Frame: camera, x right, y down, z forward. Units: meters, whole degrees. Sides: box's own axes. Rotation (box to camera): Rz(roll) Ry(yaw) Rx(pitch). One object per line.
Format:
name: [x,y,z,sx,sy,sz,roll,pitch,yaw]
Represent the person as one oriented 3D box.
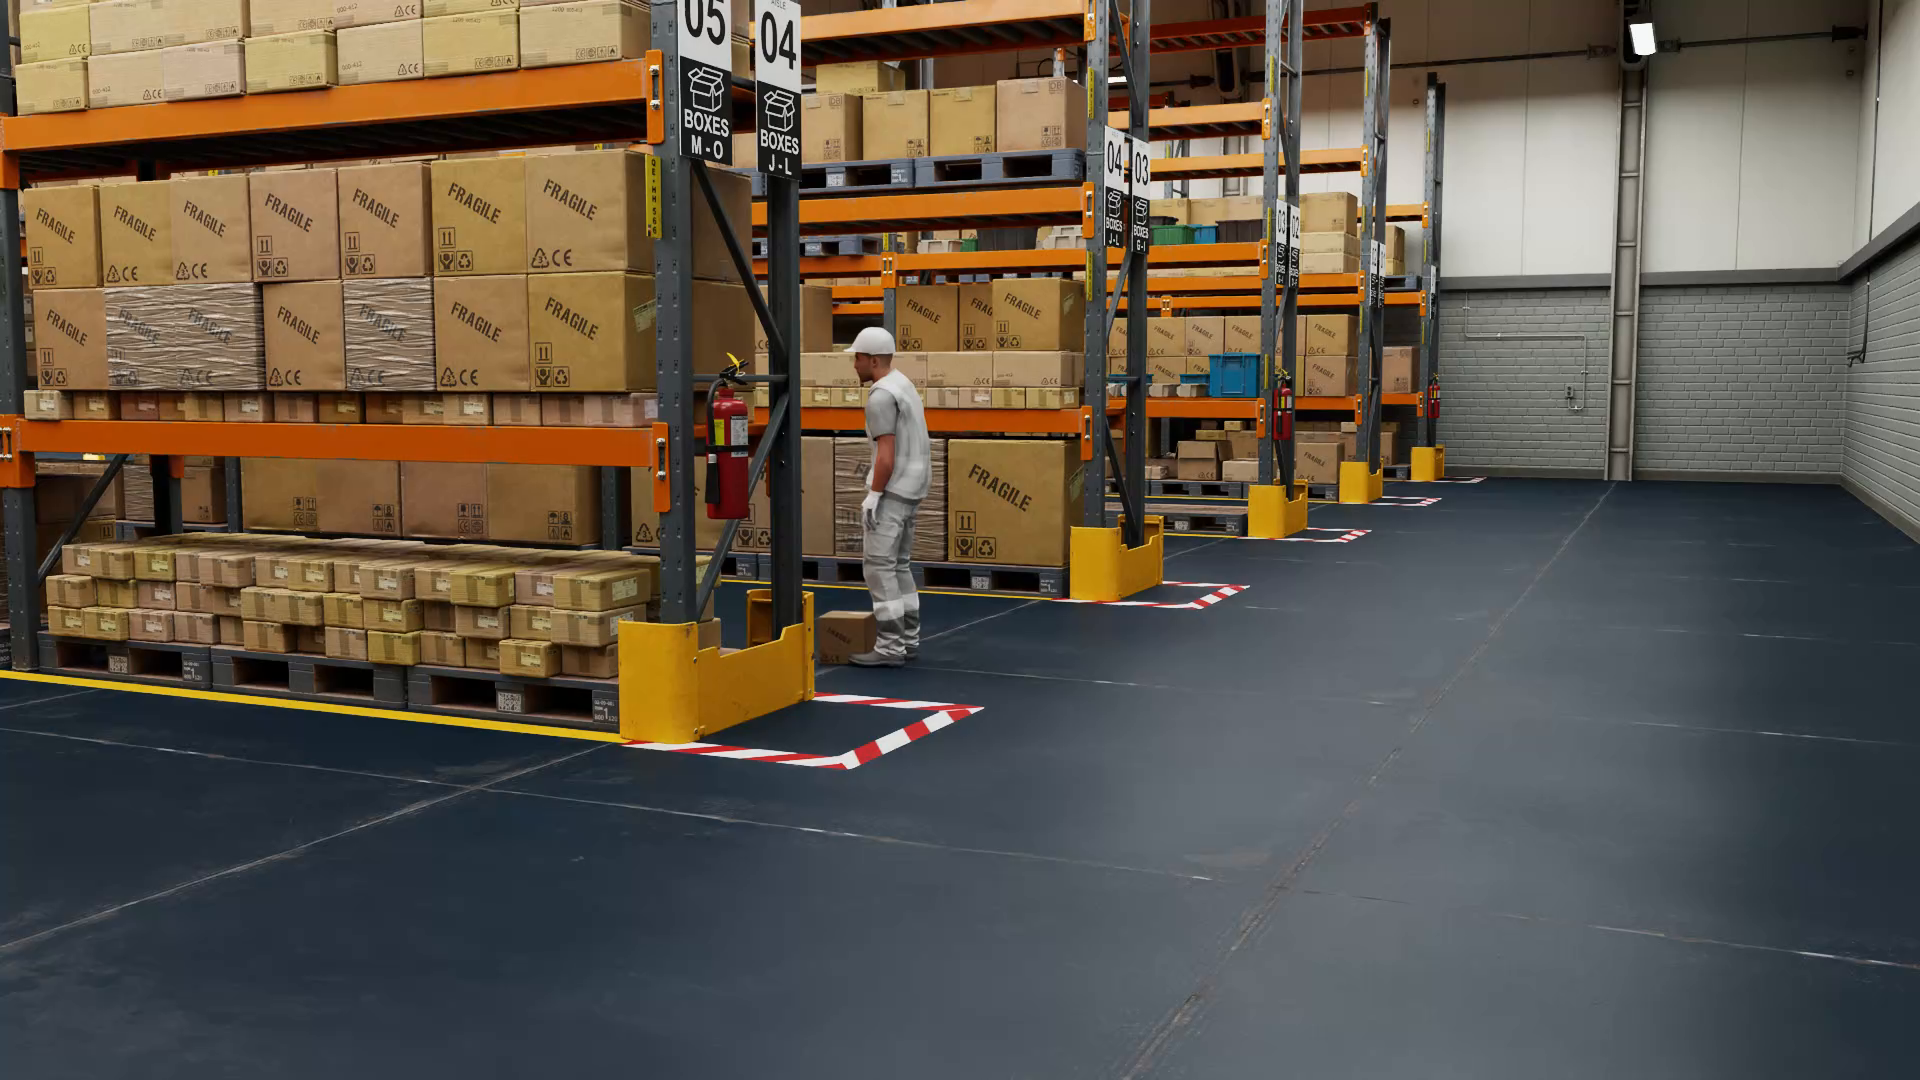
person: [-0.386,-0.229,8.787,0.451,1.778,0.612,1,6,13]
